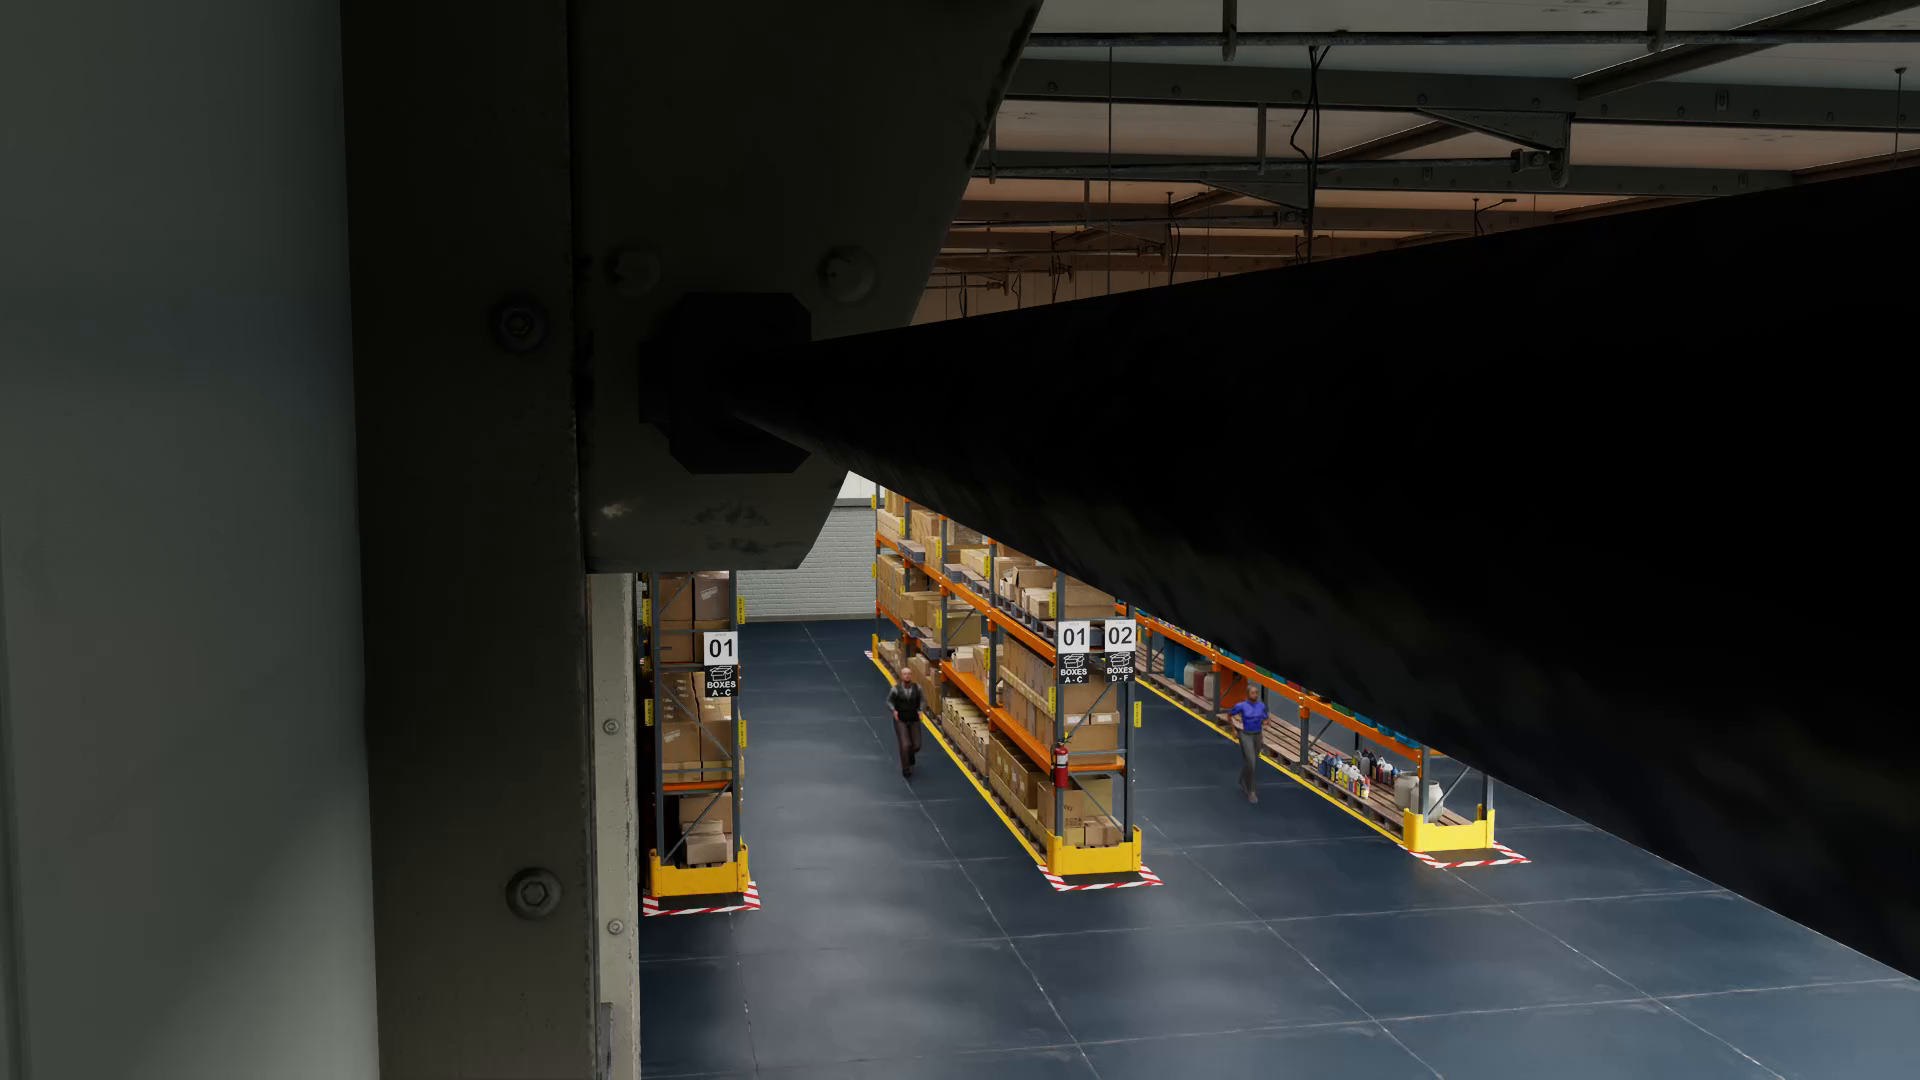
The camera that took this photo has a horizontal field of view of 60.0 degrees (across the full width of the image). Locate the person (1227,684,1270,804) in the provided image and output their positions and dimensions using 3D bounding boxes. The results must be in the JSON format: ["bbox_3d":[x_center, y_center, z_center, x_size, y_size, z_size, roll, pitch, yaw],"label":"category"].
[{"bbox_3d":[4.287,2.986,24.589,0.547,1.718,0.777,-3,6,-23],"label":"person"}]

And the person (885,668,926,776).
[{"bbox_3d":[-0.838,2.830,26.011,0.657,1.671,0.612,-1,6,-12],"label":"person"}]
